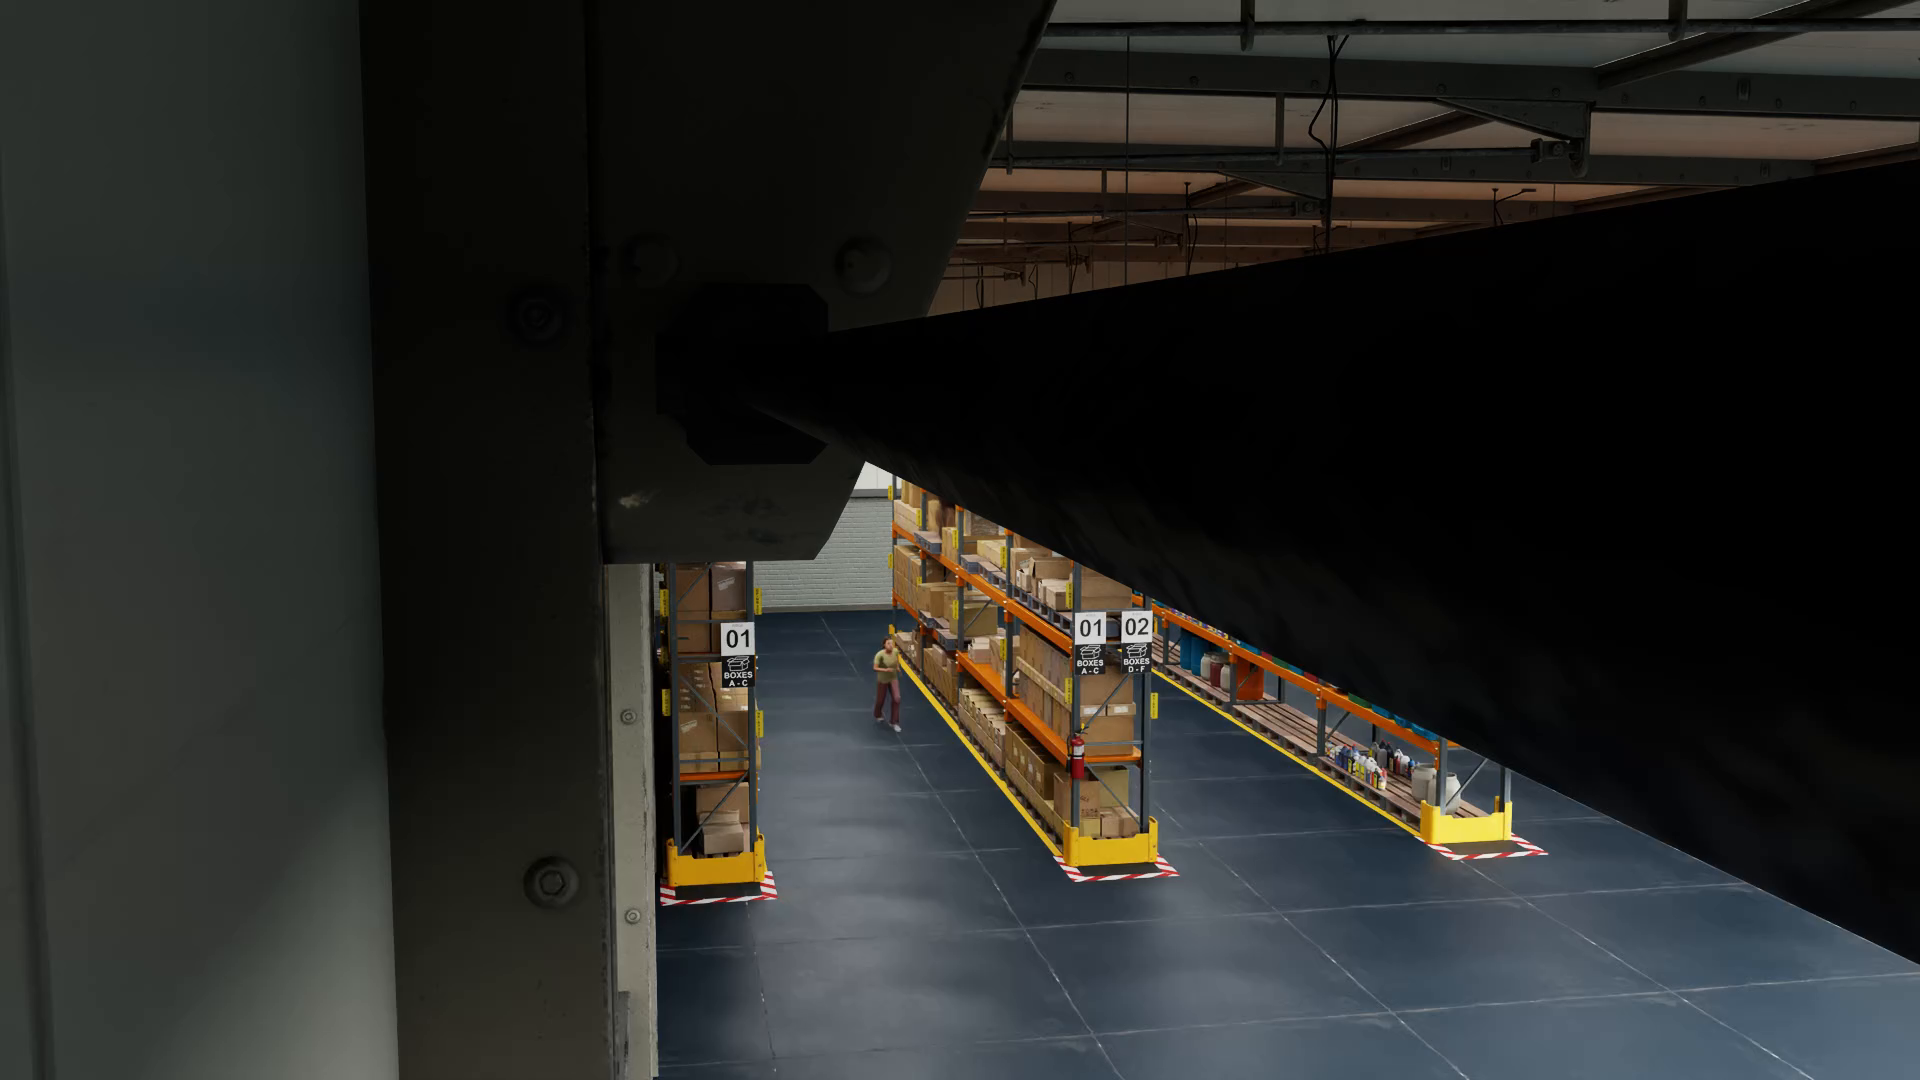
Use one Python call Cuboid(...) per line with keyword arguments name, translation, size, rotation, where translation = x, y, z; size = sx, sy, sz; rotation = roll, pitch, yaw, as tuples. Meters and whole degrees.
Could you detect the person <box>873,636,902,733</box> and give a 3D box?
Cuboid(name="person", translation=(-1.262, 2.435, 28.582), size=(0.576, 1.643, 0.938), rotation=(-2, 7, -20))
